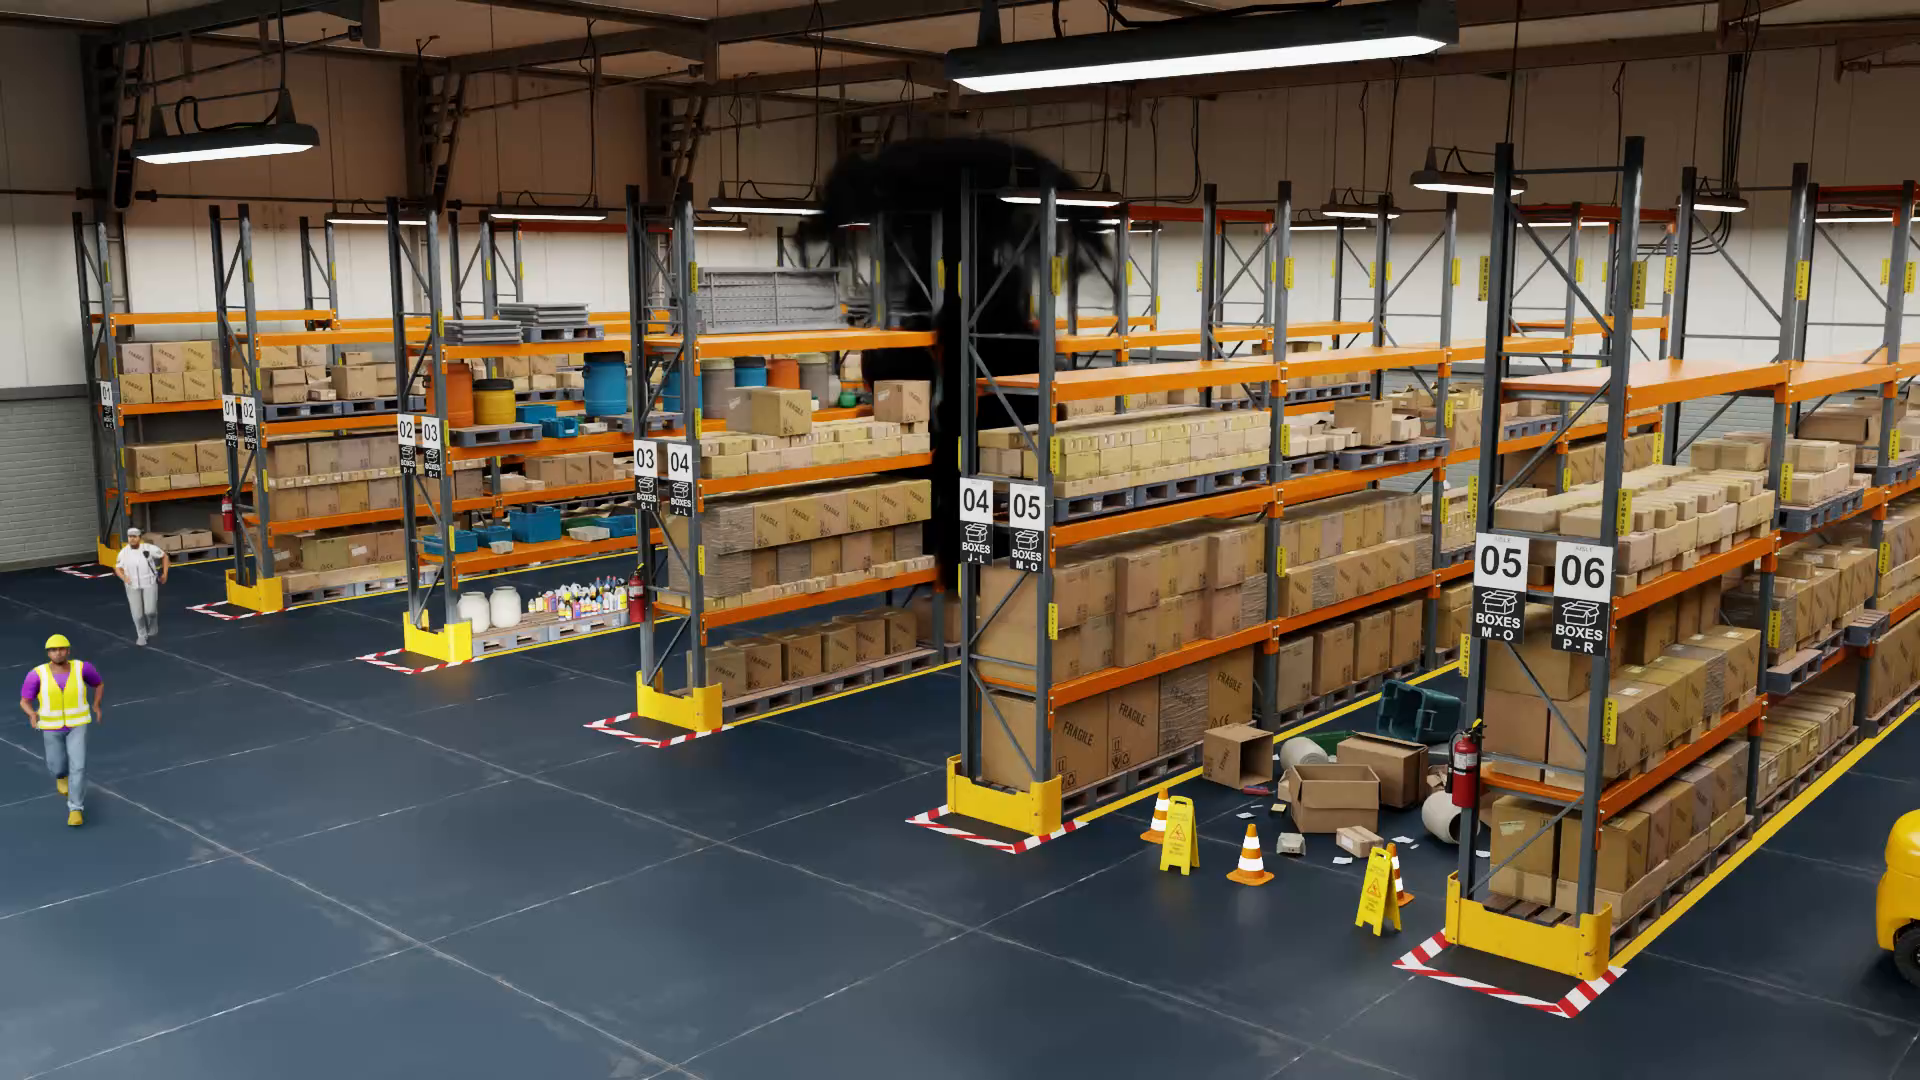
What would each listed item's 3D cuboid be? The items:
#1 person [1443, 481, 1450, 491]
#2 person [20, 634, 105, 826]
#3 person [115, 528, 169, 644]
[{"bbox_3d":[7.612,-0.044,26.168,0.666,1.796,0.970,8,12,40],"label":"person"},{"bbox_3d":[-8.393,1.739,15.609,0.706,1.752,0.855,-5,11,-28],"label":"person"},{"bbox_3d":[-11.097,0.636,22.575,0.634,1.625,0.678,-3,10,-16],"label":"person"}]
